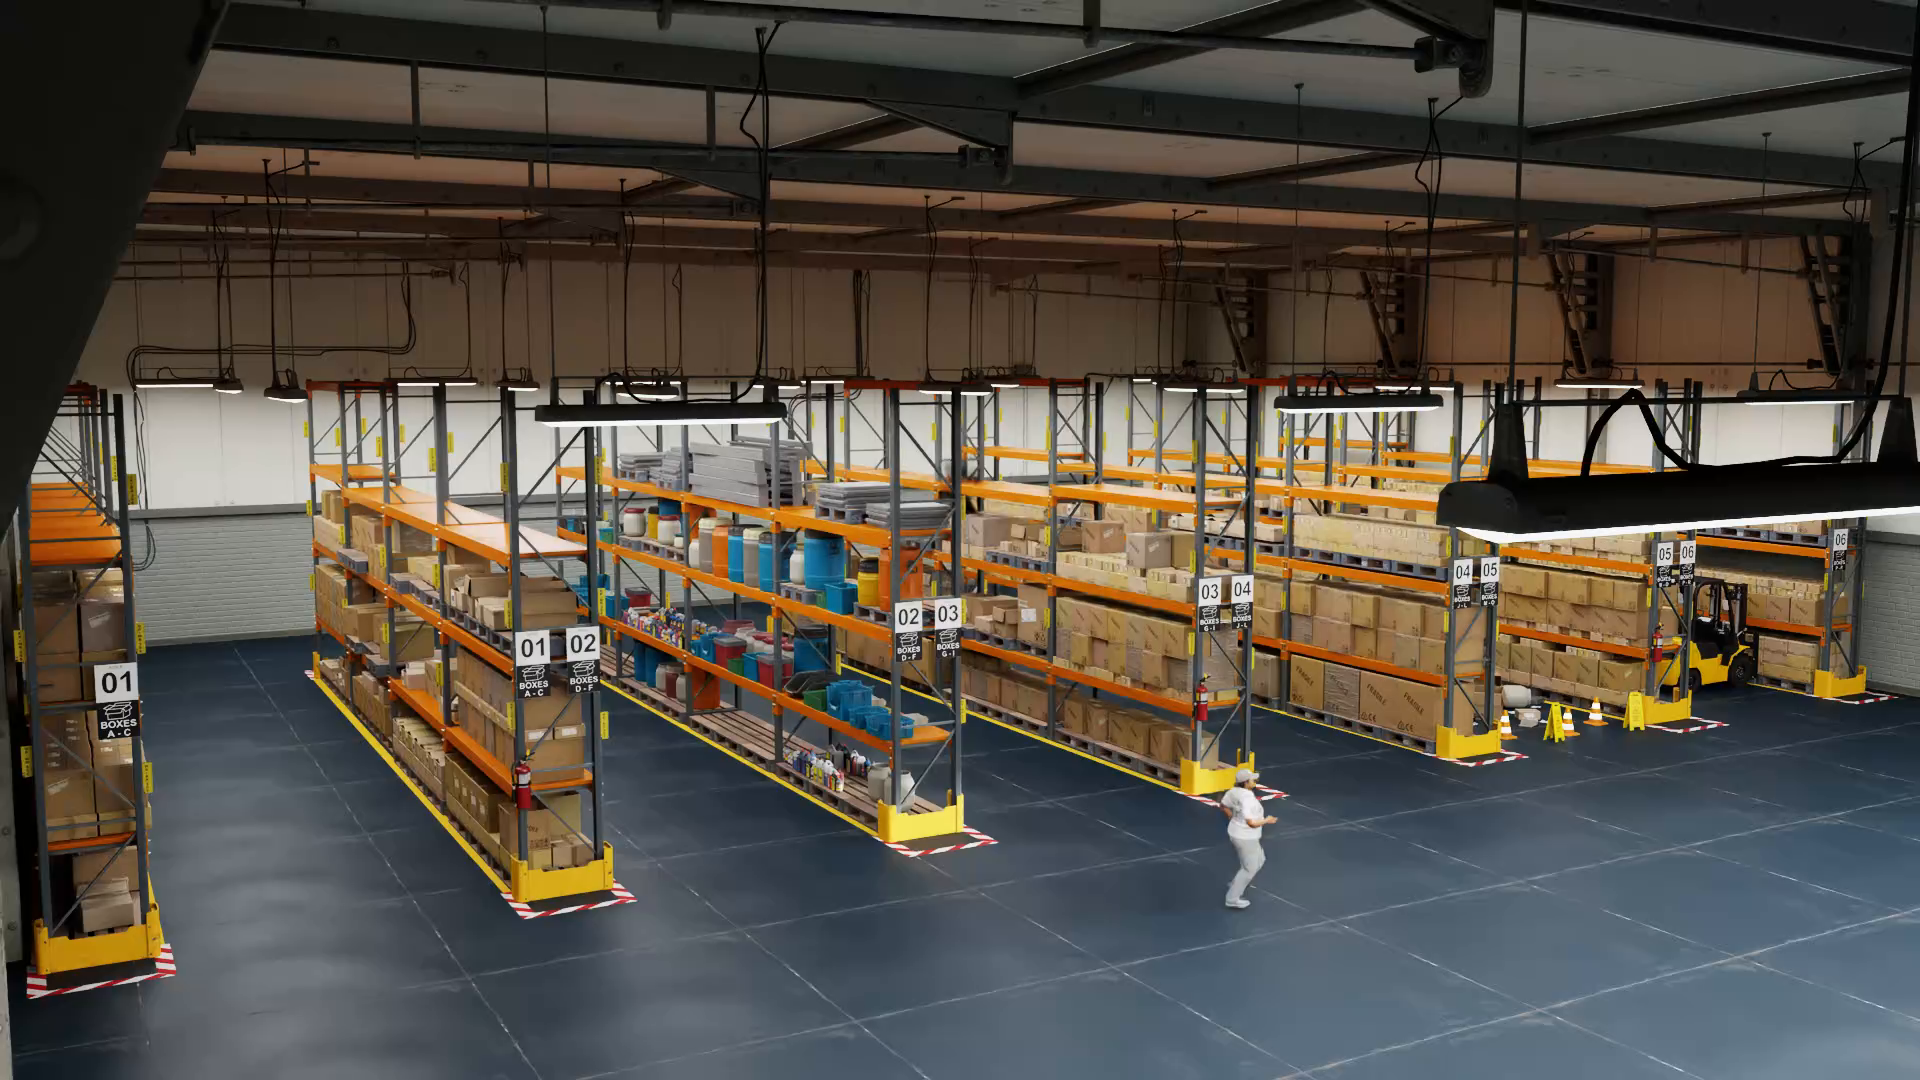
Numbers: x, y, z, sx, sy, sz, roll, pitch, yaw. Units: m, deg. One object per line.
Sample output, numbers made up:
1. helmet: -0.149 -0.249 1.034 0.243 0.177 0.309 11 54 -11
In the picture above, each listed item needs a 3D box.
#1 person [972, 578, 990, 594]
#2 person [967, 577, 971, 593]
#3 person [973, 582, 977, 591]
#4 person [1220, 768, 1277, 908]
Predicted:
1. person: 0.375 1.594 37.617 0.559 1.559 0.883 -5 8 -39
2. person: 0.063 1.045 42.154 0.572 1.605 0.856 -1 6 -12
3. person: 0.521 1.014 42.339 0.757 1.647 0.589 -3 7 -26
4. person: 3.367 3.461 19.351 0.590 1.647 0.589 -1 6 -8
